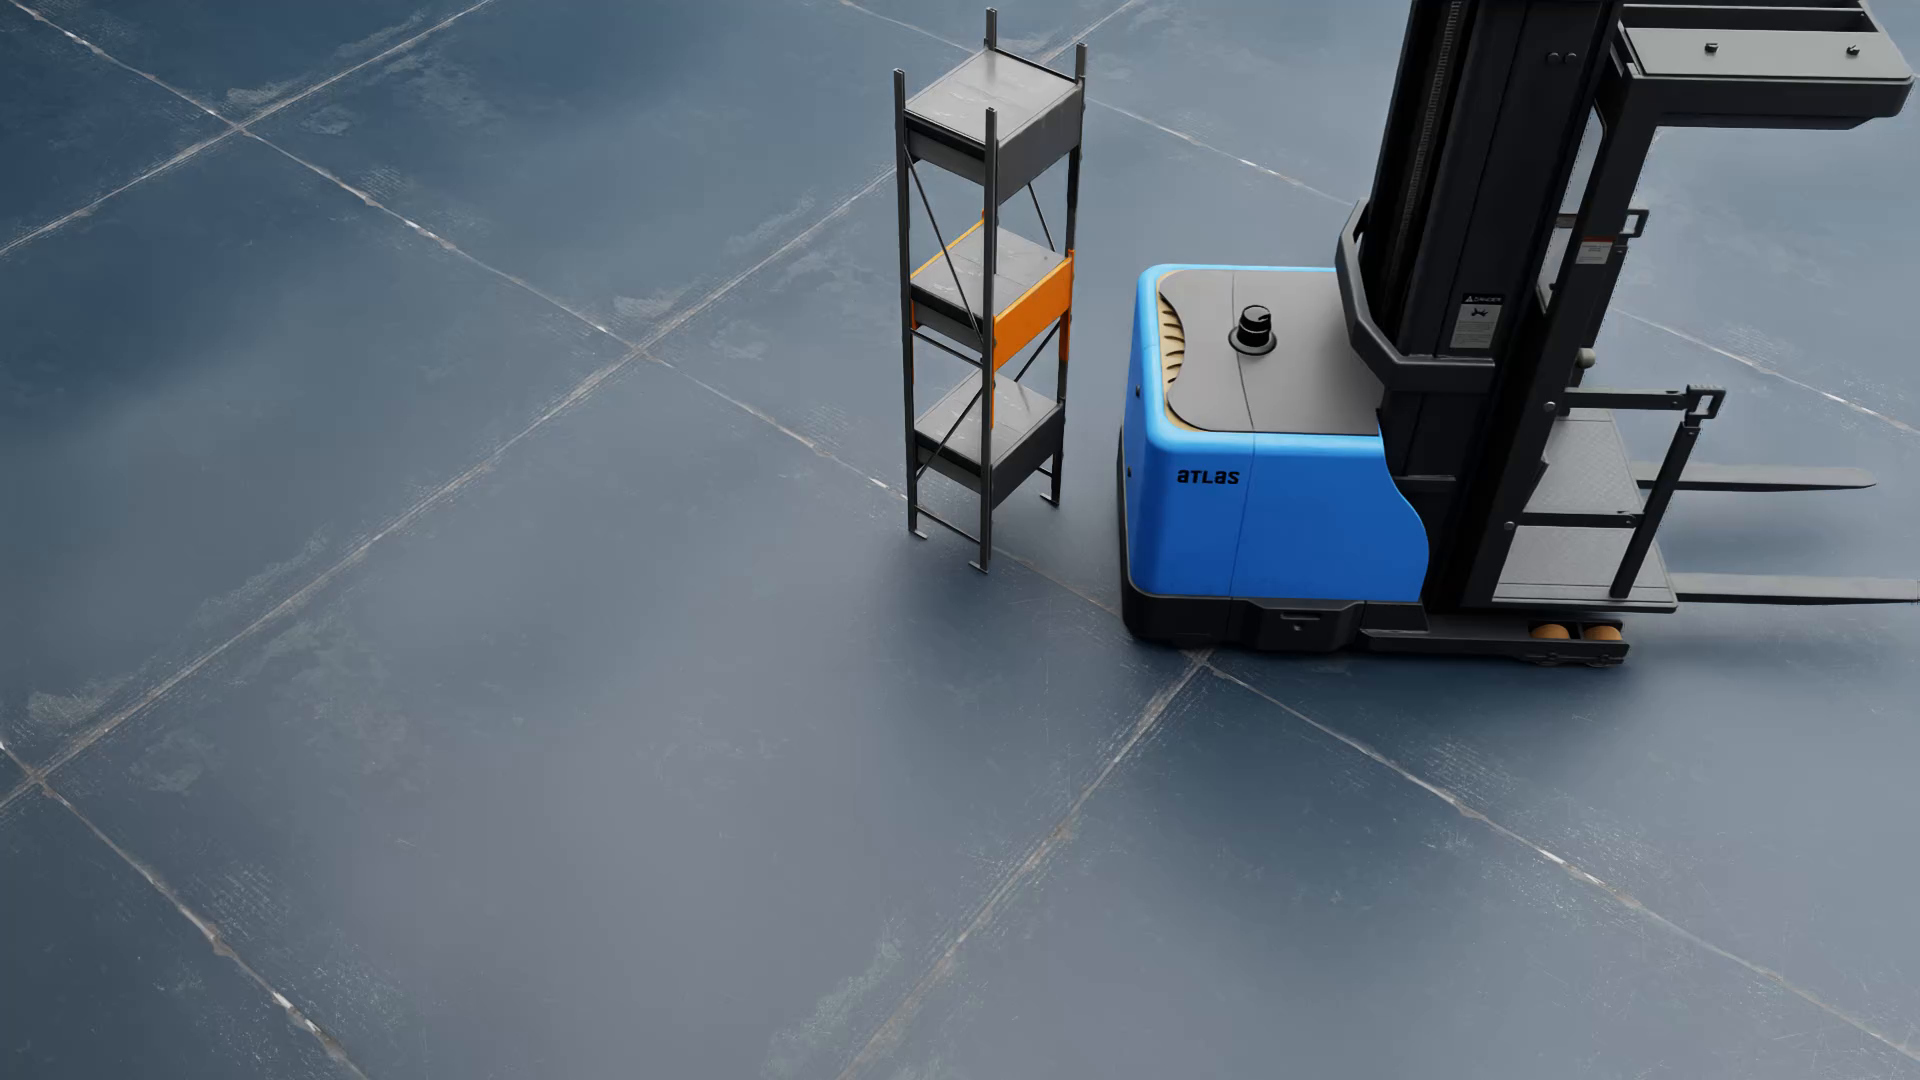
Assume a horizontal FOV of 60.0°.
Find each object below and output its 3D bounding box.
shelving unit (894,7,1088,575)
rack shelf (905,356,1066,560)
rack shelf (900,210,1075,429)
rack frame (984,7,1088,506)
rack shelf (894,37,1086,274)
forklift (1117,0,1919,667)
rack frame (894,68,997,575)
[{"bbox_3d":[0.101,-0.820,6.081,0.431,2.100,0.503,29,53,25],"label":"shelving unit"},{"bbox_3d":[0.101,-0.327,6.597,0.431,0.518,0.480,29,53,25],"label":"rack shelf"},{"bbox_3d":[0.101,-0.811,6.091,0.431,0.518,0.480,29,53,25],"label":"rack shelf"},{"bbox_3d":[0.250,-0.960,6.215,0.400,2.100,0.015,29,53,25],"label":"rack frame"},{"bbox_3d":[0.101,-1.294,5.585,0.431,0.518,0.480,29,53,25],"label":"rack shelf"},{"bbox_3d":[2.152,-0.927,5.609,3.031,2.935,1.130,2,46,1],"label":"forklift"},{"bbox_3d":[-0.048,-0.680,5.948,0.400,2.100,0.015,29,53,25],"label":"rack frame"}]
